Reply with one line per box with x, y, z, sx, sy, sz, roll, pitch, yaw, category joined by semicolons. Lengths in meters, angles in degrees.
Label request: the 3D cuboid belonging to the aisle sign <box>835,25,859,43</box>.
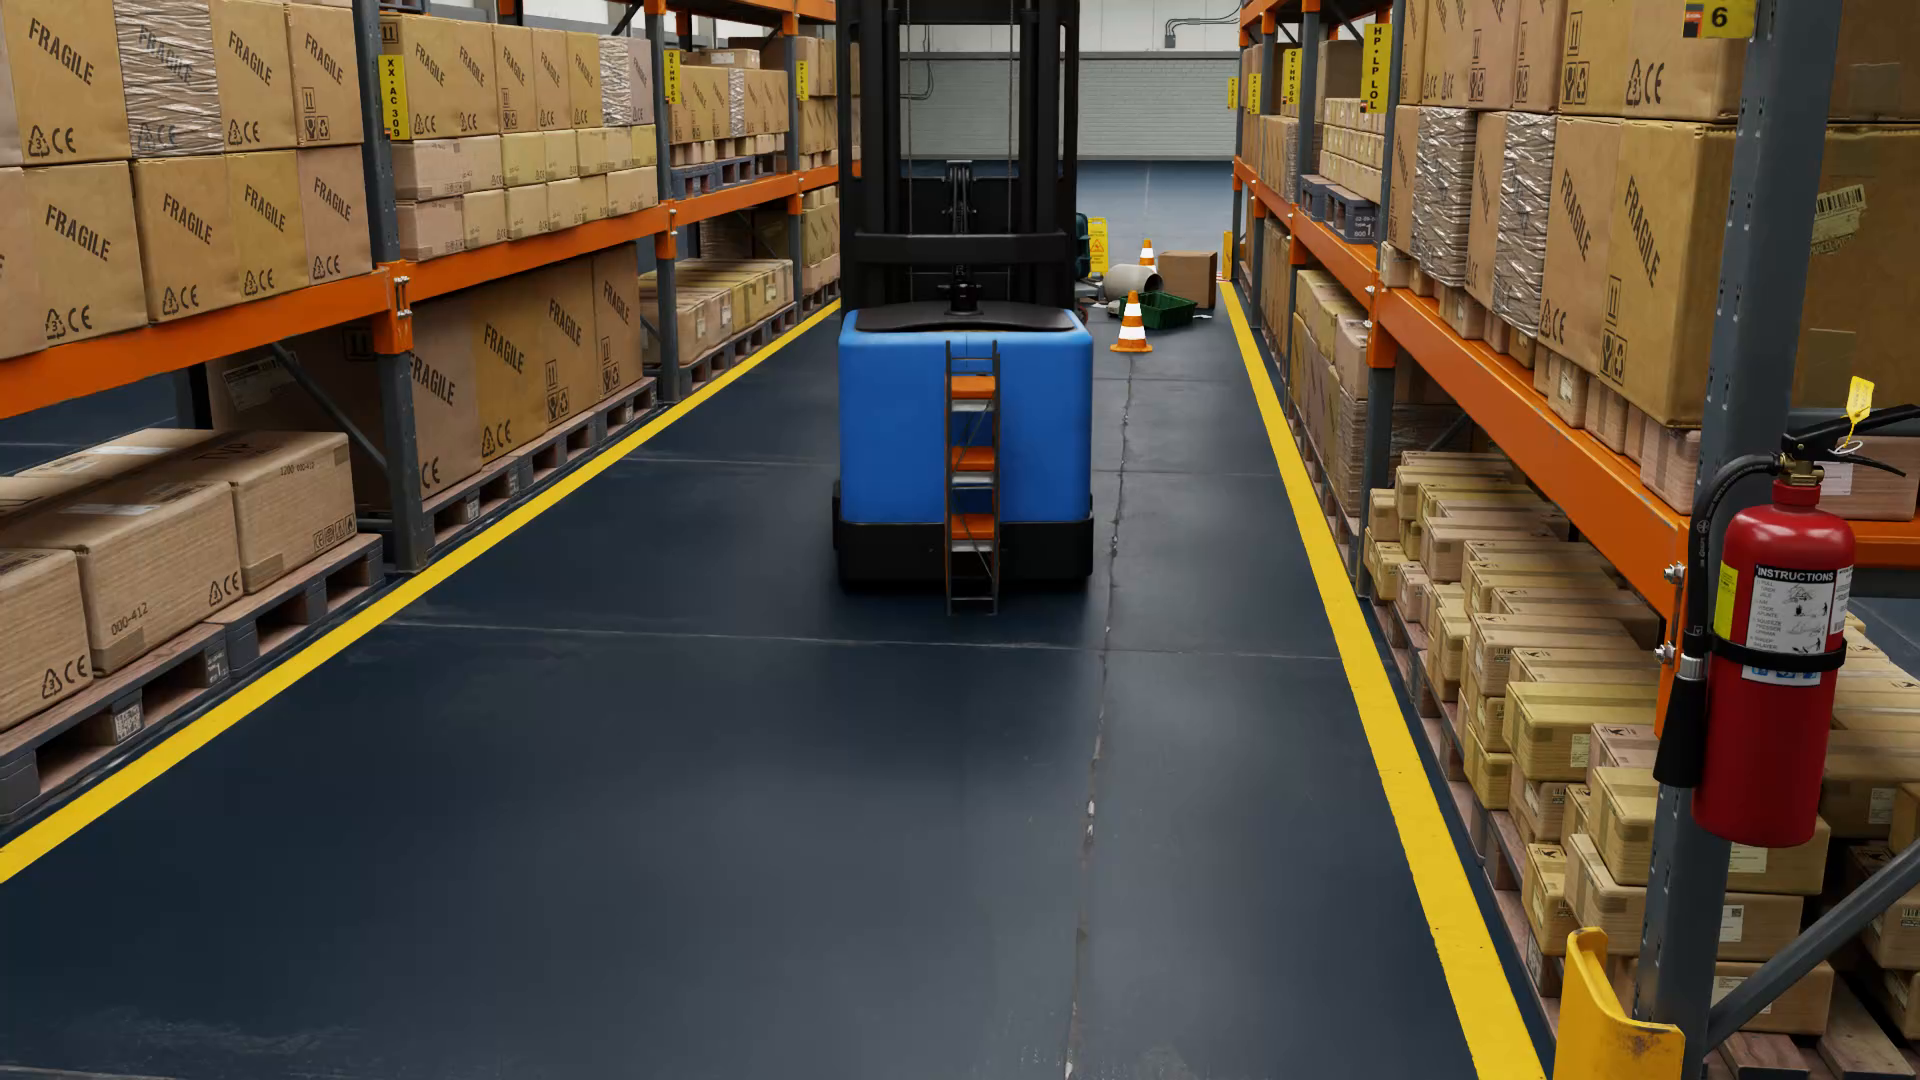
-1.159;-5.699;18.010;0.394;0.787;0.004;2;15;6;aisle sign

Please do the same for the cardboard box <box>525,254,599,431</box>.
-2.622;-1.130;9.362;0.875;0.875;0.875;2;15;7;cardboard box

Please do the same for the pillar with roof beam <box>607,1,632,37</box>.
-1.729;-10.309;28.547;9.100;9.000;0.400;2;15;6;pillar with roof beam

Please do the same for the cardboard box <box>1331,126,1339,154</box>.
2.263;-2.208;9.186;0.380;0.149;0.250;1;15;5;cardboard box

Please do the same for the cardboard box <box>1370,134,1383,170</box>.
2.056;-1.742;7.465;0.380;0.149;0.250;1;15;4;cardboard box

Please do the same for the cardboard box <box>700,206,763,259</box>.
-2.106;-2.797;15.288;0.500;0.500;0.500;1;15;5;cardboard box

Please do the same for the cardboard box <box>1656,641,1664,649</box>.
2.073;0.393;4.550;0.380;0.149;0.250;2;15;9;cardboard box

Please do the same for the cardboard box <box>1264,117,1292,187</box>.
2.582;-2.938;12.591;0.500;0.500;0.500;2;15;6;cardboard box

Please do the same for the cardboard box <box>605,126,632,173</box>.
-2.213;-2.264;9.618;0.500;0.250;0.500;1;15;5;cardboard box

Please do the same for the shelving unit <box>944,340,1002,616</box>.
0.046;-0.239;6.508;0.215;1.050;0.252;0;18;-1;shelving unit

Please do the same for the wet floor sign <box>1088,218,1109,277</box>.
1.511;-3.246;18.430;0.267;0.644;0.232;-1;15;-3;wet floor sign

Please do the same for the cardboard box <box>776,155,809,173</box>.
-1.551;-3.350;14.785;0.380;0.149;0.250;2;15;6;cardboard box

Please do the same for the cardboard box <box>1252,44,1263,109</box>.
3.047;-4.114;14.772;0.875;0.550;0.550;2;15;6;cardboard box

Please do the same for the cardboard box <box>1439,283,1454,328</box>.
1.701;-0.745;5.154;0.380;0.149;0.250;2;15;7;cardboard box

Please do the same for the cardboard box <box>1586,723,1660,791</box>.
1.563;0.511;3.542;0.380;0.149;0.250;2;15;7;cardboard box

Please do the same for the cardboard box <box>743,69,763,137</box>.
-1.849;-3.404;12.940;0.500;0.500;0.500;2;15;8;cardboard box

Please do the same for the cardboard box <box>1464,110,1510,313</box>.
1.643;-0.877;4.398;0.500;0.500;0.500;2;15;9;cardboard box

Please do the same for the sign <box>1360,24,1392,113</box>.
1.570;-1.779;6.275;0.100;0.325;0.005;2;15;6;sign

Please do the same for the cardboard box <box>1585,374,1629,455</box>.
1.505;-0.267;3.385;0.380;0.149;0.250;2;15;6;cardboard box

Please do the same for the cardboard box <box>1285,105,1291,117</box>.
2.918;-3.548;12.928;0.700;0.500;0.500;1;15;5;cardboard box

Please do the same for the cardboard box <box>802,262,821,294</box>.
-1.571;-2.419;15.325;0.500;0.250;0.500;1;15;4;cardboard box

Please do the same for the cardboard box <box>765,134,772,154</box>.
-1.730;-3.203;13.437;0.380;0.149;0.250;1;15;5;cardboard box

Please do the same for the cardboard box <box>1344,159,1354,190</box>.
2.174;-1.869;8.505;0.380;0.149;0.250;2;15;7;cardboard box

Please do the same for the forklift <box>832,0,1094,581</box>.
-0.019;-1.577;7.881;1.130;2.935;3.031;0;15;-2;forklift

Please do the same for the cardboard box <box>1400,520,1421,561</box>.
1.823;-0.021;6.082;0.380;0.149;0.250;2;15;7;cardboard box

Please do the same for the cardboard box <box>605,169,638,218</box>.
-2.198;-2.017;9.662;0.500;0.250;0.500;2;15;7;cardboard box

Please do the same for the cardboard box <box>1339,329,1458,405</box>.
1.954;-0.763;7.285;0.500;0.250;0.500;1;15;5;cardboard box

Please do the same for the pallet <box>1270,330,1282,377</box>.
2.877;-1.413;12.485;1.003;0.211;1.213;2;15;6;pallet

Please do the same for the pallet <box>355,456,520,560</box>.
-2.796;-0.180;7.924;1.003;0.211;1.213;2;15;6;pallet

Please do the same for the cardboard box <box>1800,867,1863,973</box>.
1.995;0.810;3.577;0.380;0.149;0.250;2;15;6;cardboard box

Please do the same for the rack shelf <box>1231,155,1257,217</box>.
3.250;-3.451;16.055;1.077;0.370;4.000;2;15;6;rack shelf

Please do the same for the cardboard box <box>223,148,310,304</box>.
-2.659;-1.111;5.831;0.500;0.500;0.500;1;15;5;cardboard box

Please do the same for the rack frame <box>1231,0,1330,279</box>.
3.476;-4.317;17.879;1.000;3.000;0.127;2;15;6;rack frame

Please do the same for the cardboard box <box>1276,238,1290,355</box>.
2.826;-1.741;11.858;1.050;0.750;0.750;2;15;7;cardboard box

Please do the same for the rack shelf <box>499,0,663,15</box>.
-2.583;-2.943;8.432;1.077;0.370;4.000;2;15;6;rack shelf

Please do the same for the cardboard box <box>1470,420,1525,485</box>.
2.468;-0.384;7.320;0.500;0.500;0.500;2;15;8;cardboard box

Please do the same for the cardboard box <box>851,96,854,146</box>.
-1.363;-4.220;16.760;0.500;0.500;0.500;2;15;6;cardboard box

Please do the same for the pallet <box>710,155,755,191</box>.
-2.174;-2.783;12.576;1.003;0.211;1.213;2;15;6;pallet

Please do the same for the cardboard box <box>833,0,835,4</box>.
-1.346;-5.262;16.112;0.380;0.149;0.250;2;15;6;cardboard box

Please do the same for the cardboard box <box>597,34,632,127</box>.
-2.205;-2.617;9.487;0.500;0.500;0.500;2;15;7;cardboard box

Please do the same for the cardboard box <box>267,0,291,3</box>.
-2.665;-2.013;6.012;0.380;0.149;0.250;2;15;8;cardboard box

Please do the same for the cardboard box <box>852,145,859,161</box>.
-1.251;-4.009;17.223;0.380;0.149;0.250;2;15;7;cardboard box

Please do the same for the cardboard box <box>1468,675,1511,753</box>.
1.549;0.448;4.345;0.380;0.149;0.250;2;15;7;cardboard box

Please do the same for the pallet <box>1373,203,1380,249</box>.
2.352;-1.306;7.111;1.003;0.211;1.213;2;15;6;pallet

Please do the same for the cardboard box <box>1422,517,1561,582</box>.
1.691;0.034;5.307;0.380;0.149;0.250;2;15;7;cardboard box

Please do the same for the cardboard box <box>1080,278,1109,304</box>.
1.388;-2.459;16.249;0.396;0.266;0.258;4;16;16;cardboard box

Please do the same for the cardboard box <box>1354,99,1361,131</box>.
2.150;-2.091;8.184;0.380;0.149;0.250;1;15;5;cardboard box

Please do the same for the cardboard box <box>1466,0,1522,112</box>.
1.638;-1.371;4.309;0.500;0.500;0.500;1;15;4;cardboard box

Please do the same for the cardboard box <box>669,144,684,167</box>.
-2.070;-2.594;11.185;0.380;0.149;0.250;1;15;3;cardboard box

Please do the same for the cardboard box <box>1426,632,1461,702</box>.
1.655;0.392;5.123;0.380;0.149;0.250;1;15;5;cardboard box

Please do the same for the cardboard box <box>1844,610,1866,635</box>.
2.196;0.252;4.502;0.380;0.149;0.250;2;15;7;cardboard box

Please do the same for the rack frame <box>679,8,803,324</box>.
-1.906;-3.399;14.485;1.000;3.000;0.127;2;15;6;rack frame
